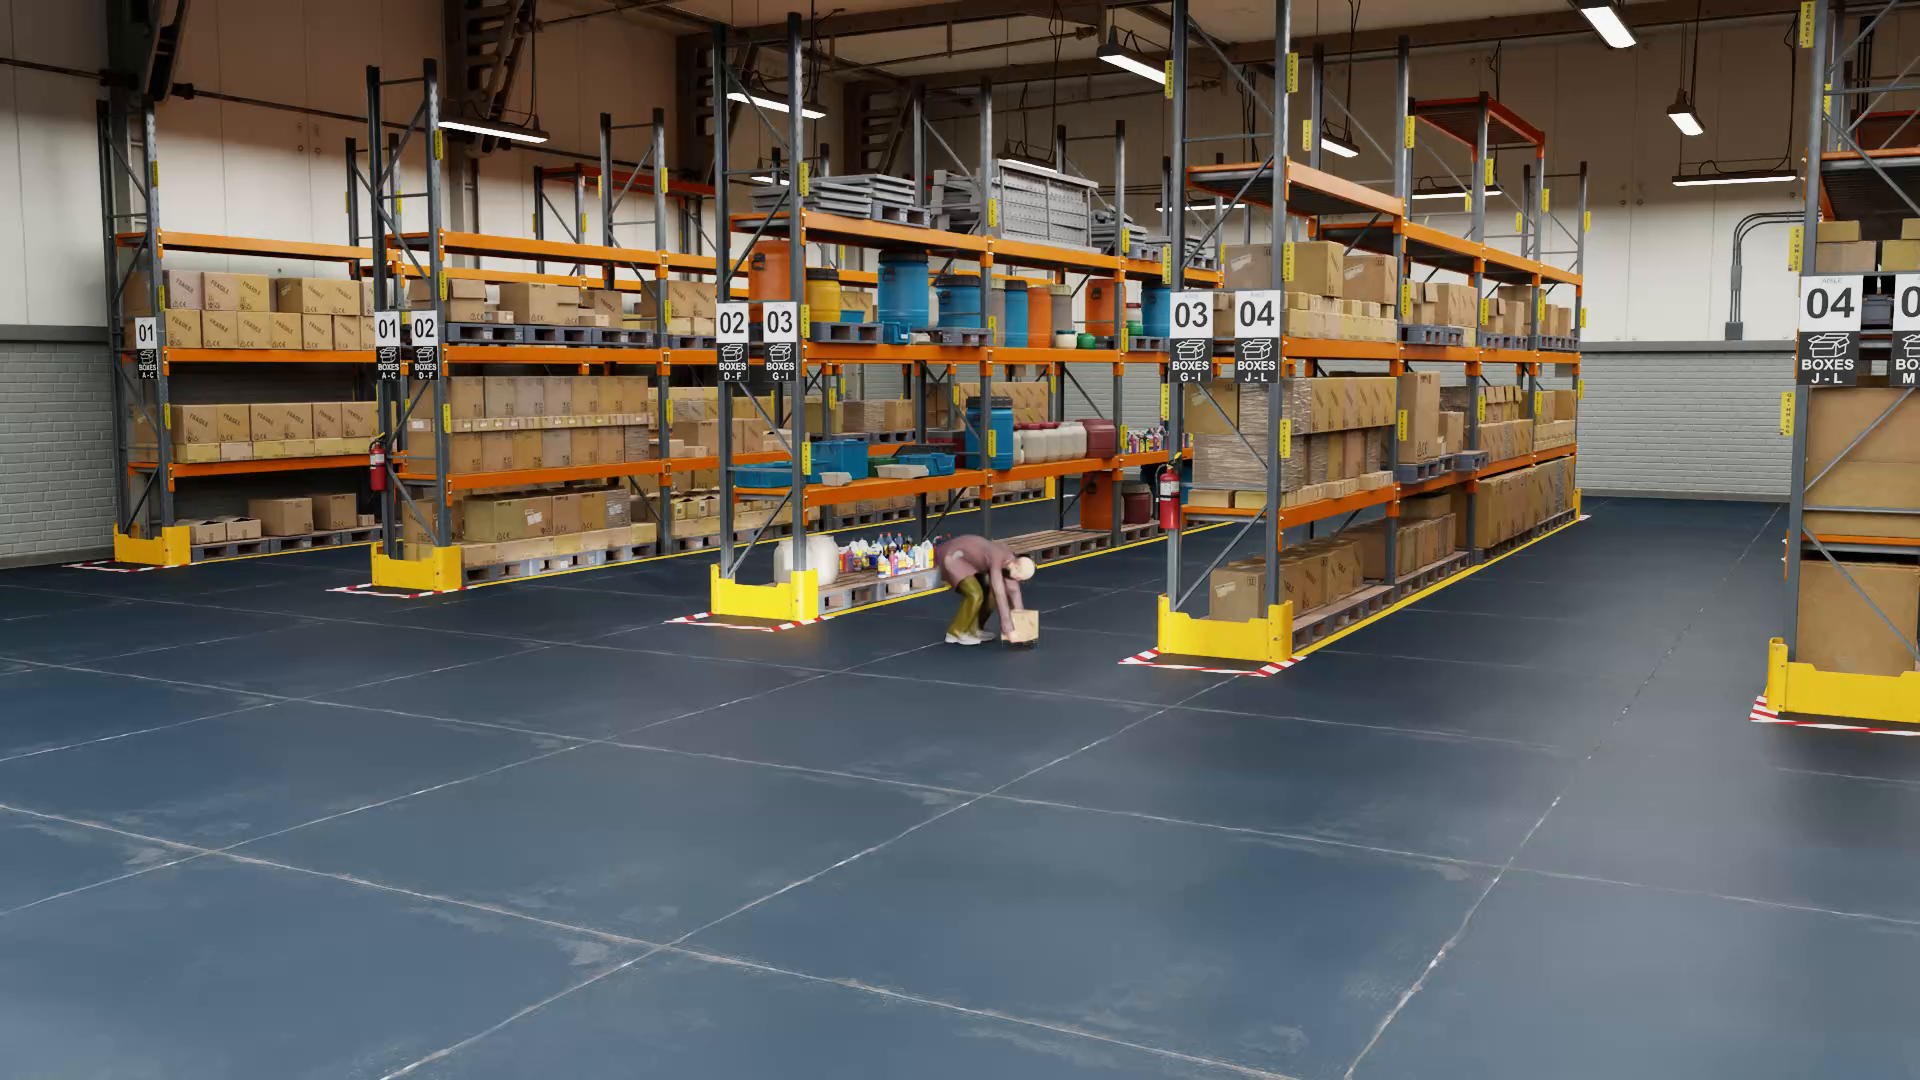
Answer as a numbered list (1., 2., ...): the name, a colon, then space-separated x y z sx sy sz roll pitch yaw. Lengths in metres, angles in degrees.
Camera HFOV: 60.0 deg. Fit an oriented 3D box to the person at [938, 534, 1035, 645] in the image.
1. person: 0.248 0.456 15.359 0.943 1.010 0.590 3 6 26
